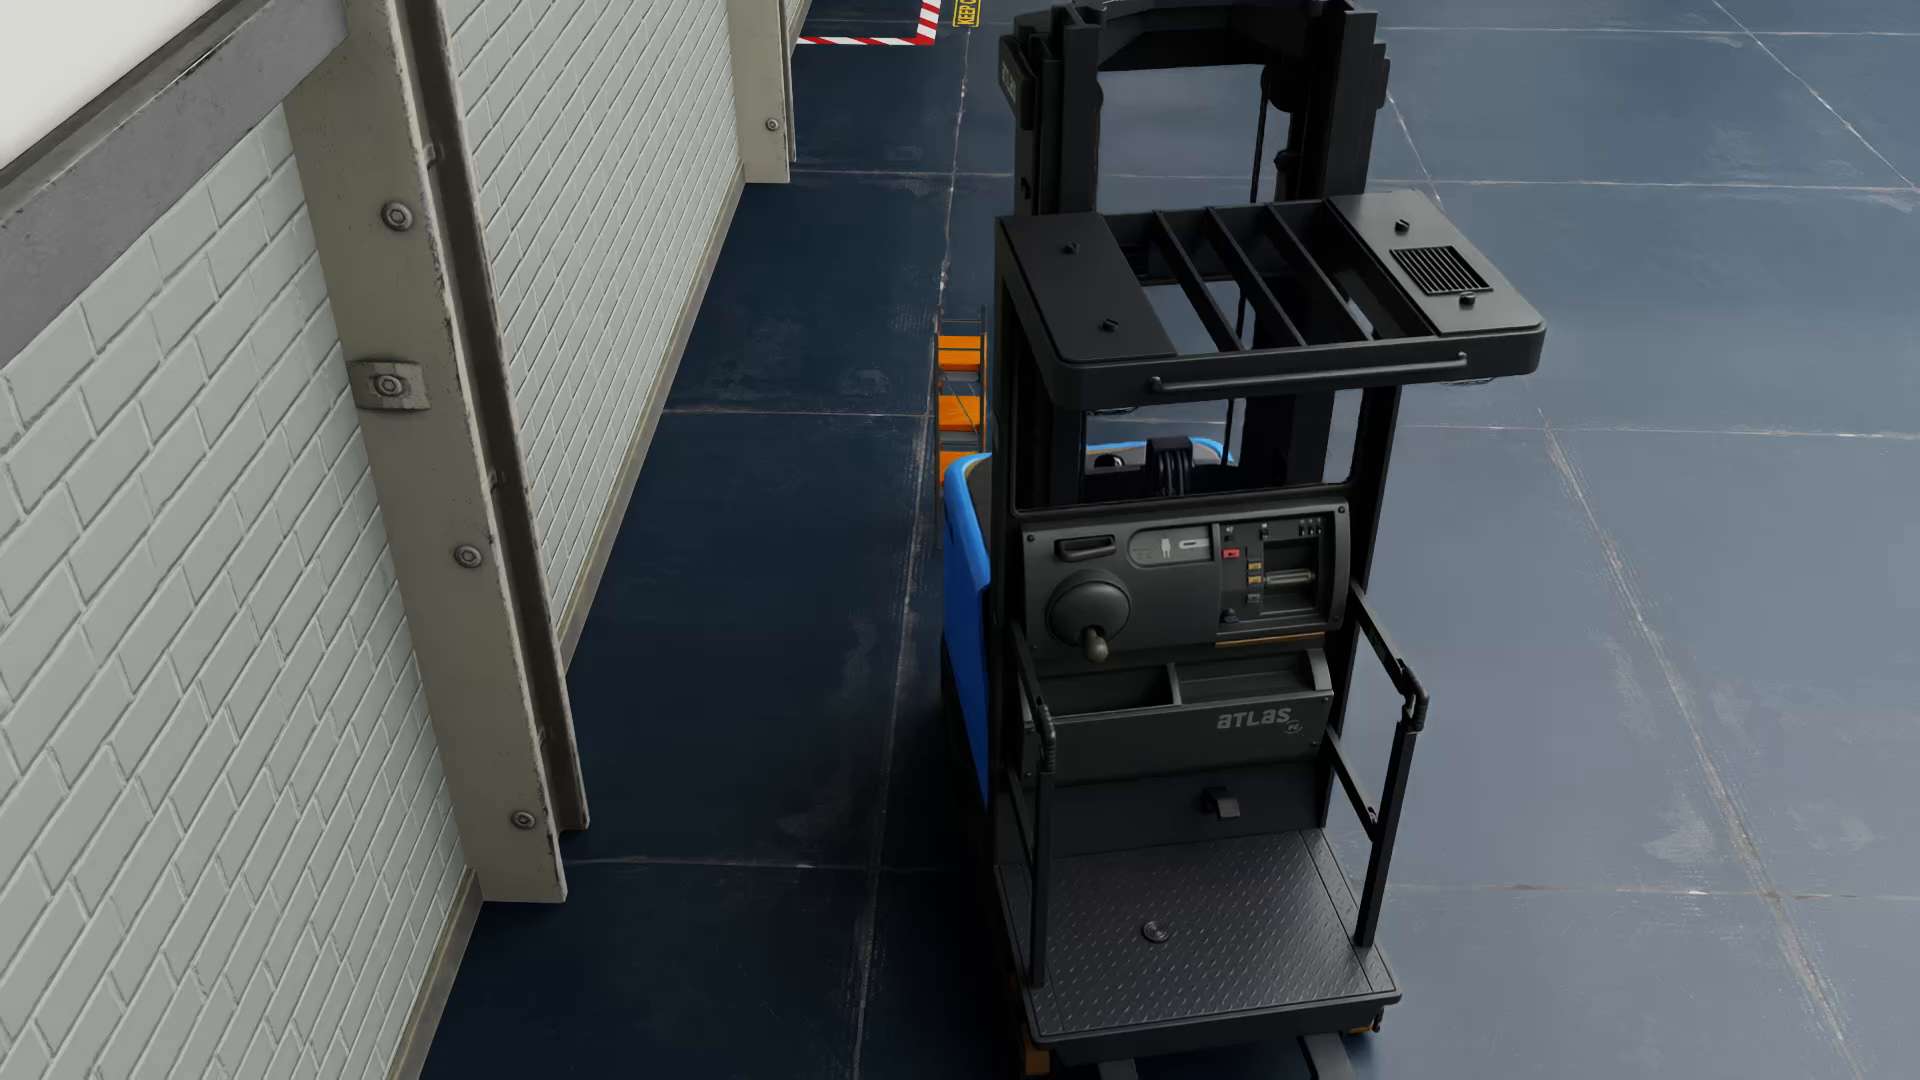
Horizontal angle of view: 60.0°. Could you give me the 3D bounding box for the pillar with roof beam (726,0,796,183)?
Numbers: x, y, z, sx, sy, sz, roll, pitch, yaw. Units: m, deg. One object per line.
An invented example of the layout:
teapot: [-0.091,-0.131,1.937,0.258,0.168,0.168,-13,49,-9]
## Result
pillar with roof beam: [3.079,-5.939,7.875,9.100,9.000,0.400,1,35,2]

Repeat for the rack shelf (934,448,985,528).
rack shelf: [0.002,-0.224,7.158,0.215,0.259,0.240,1,35,2]

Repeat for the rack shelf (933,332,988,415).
rack shelf: [0.002,-0.684,6.835,0.215,0.259,0.240,1,35,2]

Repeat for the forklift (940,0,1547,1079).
forklift: [0.667,0.176,4.450,1.130,2.935,3.031,-5,35,-7]

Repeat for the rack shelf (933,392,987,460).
rack shelf: [0.002,-0.452,6.998,0.215,0.259,0.240,1,35,2]

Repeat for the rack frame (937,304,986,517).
rack frame: [0.007,-0.530,7.092,0.200,1.050,0.008,1,35,2]

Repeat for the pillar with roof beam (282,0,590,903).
pillar with roof beam: [2.838,-2.492,2.970,9.100,9.000,0.400,1,35,2]

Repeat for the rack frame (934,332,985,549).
rack frame: [-0.003,-0.390,6.892,0.200,1.050,0.008,1,35,2]

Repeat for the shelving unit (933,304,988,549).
shelving unit: [0.002,-0.460,6.992,0.215,1.050,0.252,1,35,2]
